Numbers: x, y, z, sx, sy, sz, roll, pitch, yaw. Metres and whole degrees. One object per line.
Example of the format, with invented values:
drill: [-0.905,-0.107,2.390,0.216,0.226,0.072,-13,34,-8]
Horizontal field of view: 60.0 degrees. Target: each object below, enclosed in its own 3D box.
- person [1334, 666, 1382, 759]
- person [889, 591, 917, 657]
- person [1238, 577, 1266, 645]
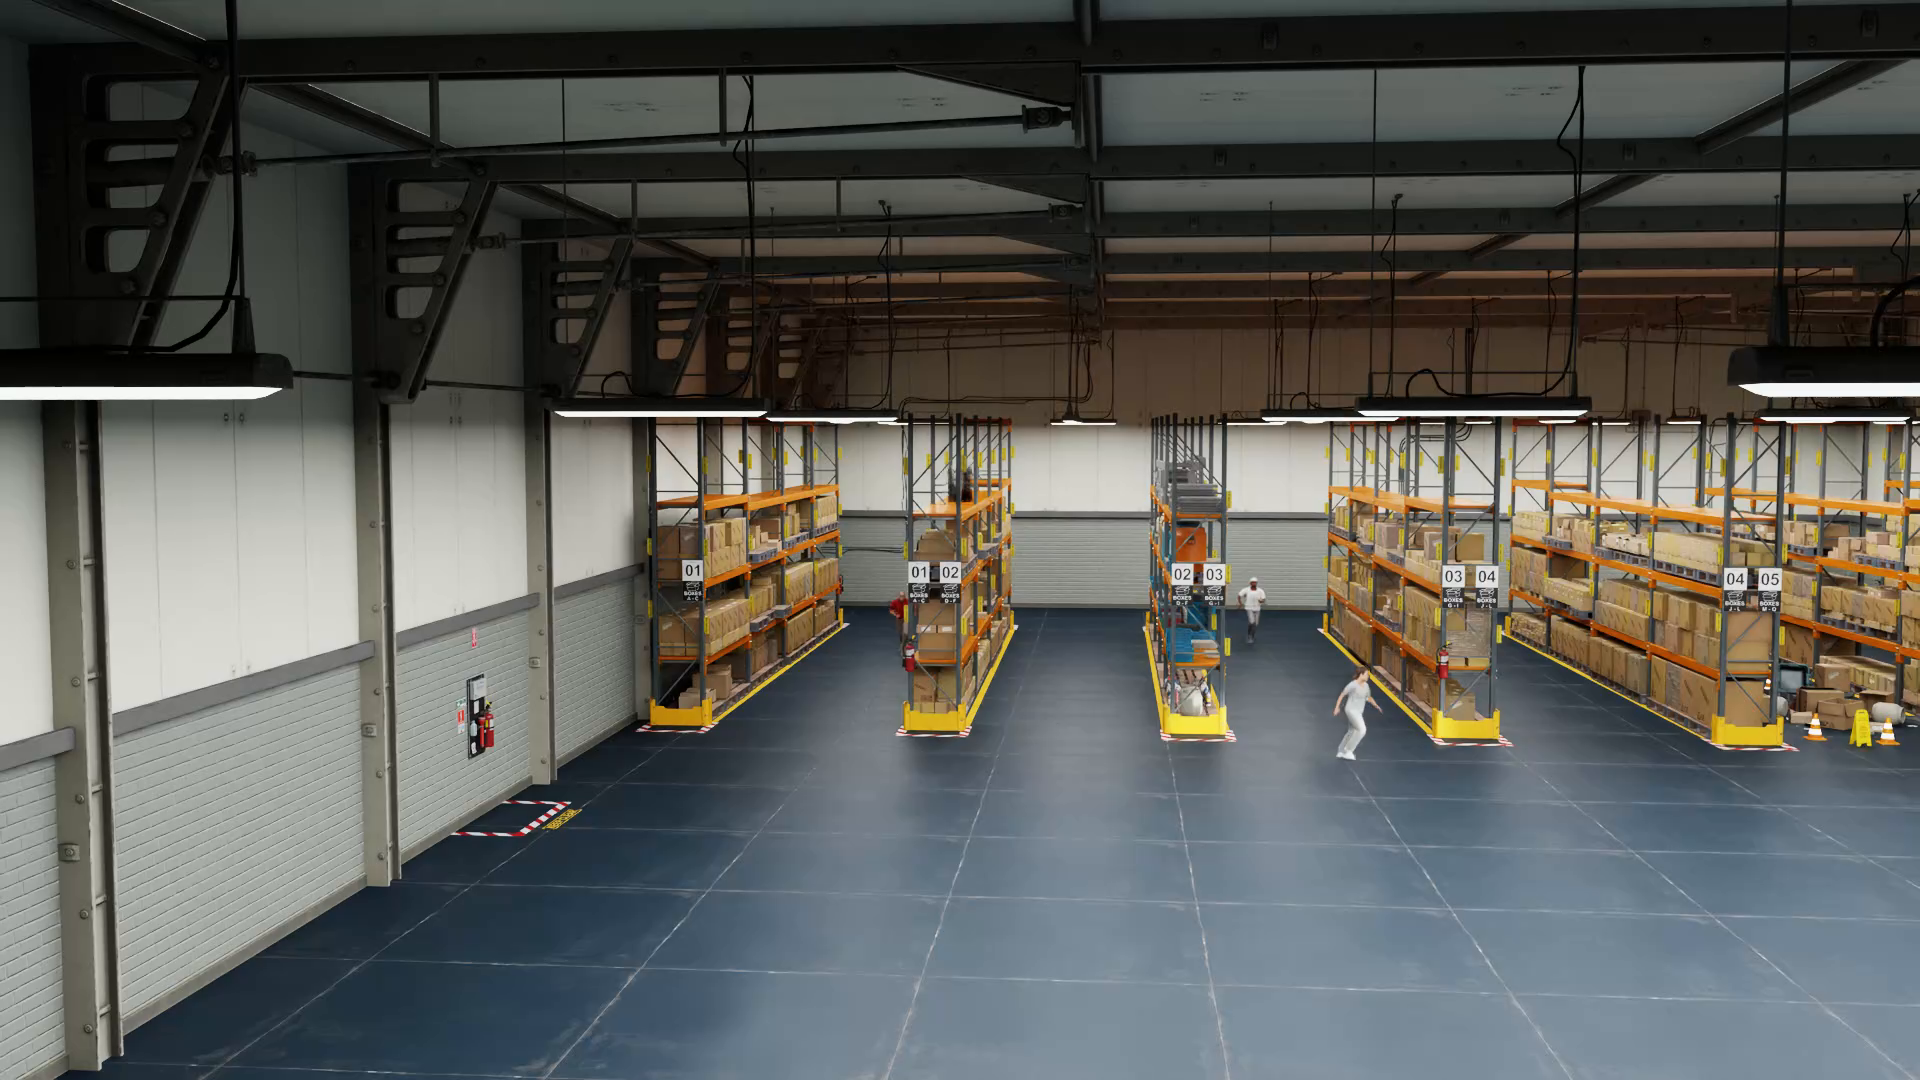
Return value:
person: [6.848,2.975,28.596,0.548,1.621,0.763,-4,5,-44]
person: [-1.434,2.098,42.106,0.702,1.699,0.998,0,4,0]
person: [7.765,1.881,44.059,0.658,1.789,0.722,-1,4,-10]
